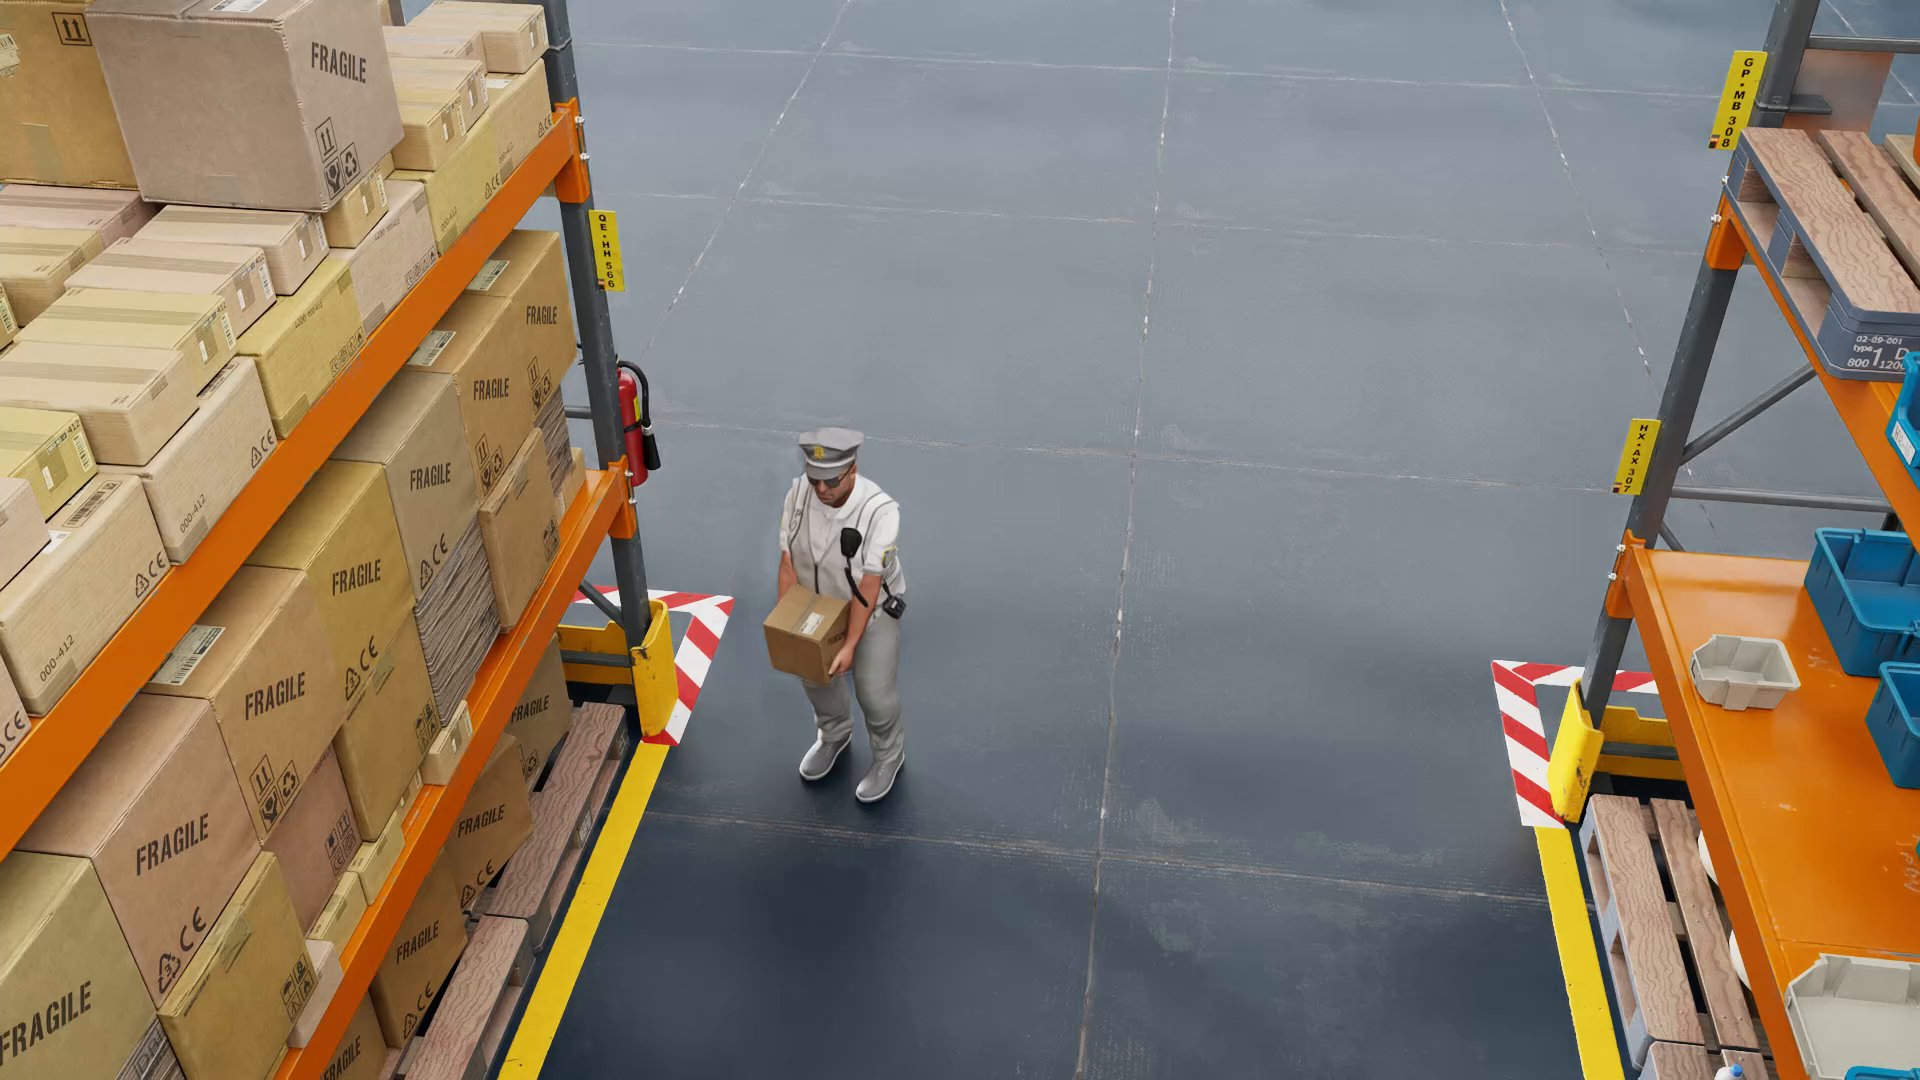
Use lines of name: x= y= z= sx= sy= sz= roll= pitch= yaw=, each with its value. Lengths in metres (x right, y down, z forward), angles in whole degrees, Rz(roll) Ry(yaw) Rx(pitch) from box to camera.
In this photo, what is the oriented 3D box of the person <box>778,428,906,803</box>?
person: x=-0.475 y=0.309 z=6.613 sx=0.485 sy=1.754 sz=0.593 roll=17 pitch=39 yaw=22
